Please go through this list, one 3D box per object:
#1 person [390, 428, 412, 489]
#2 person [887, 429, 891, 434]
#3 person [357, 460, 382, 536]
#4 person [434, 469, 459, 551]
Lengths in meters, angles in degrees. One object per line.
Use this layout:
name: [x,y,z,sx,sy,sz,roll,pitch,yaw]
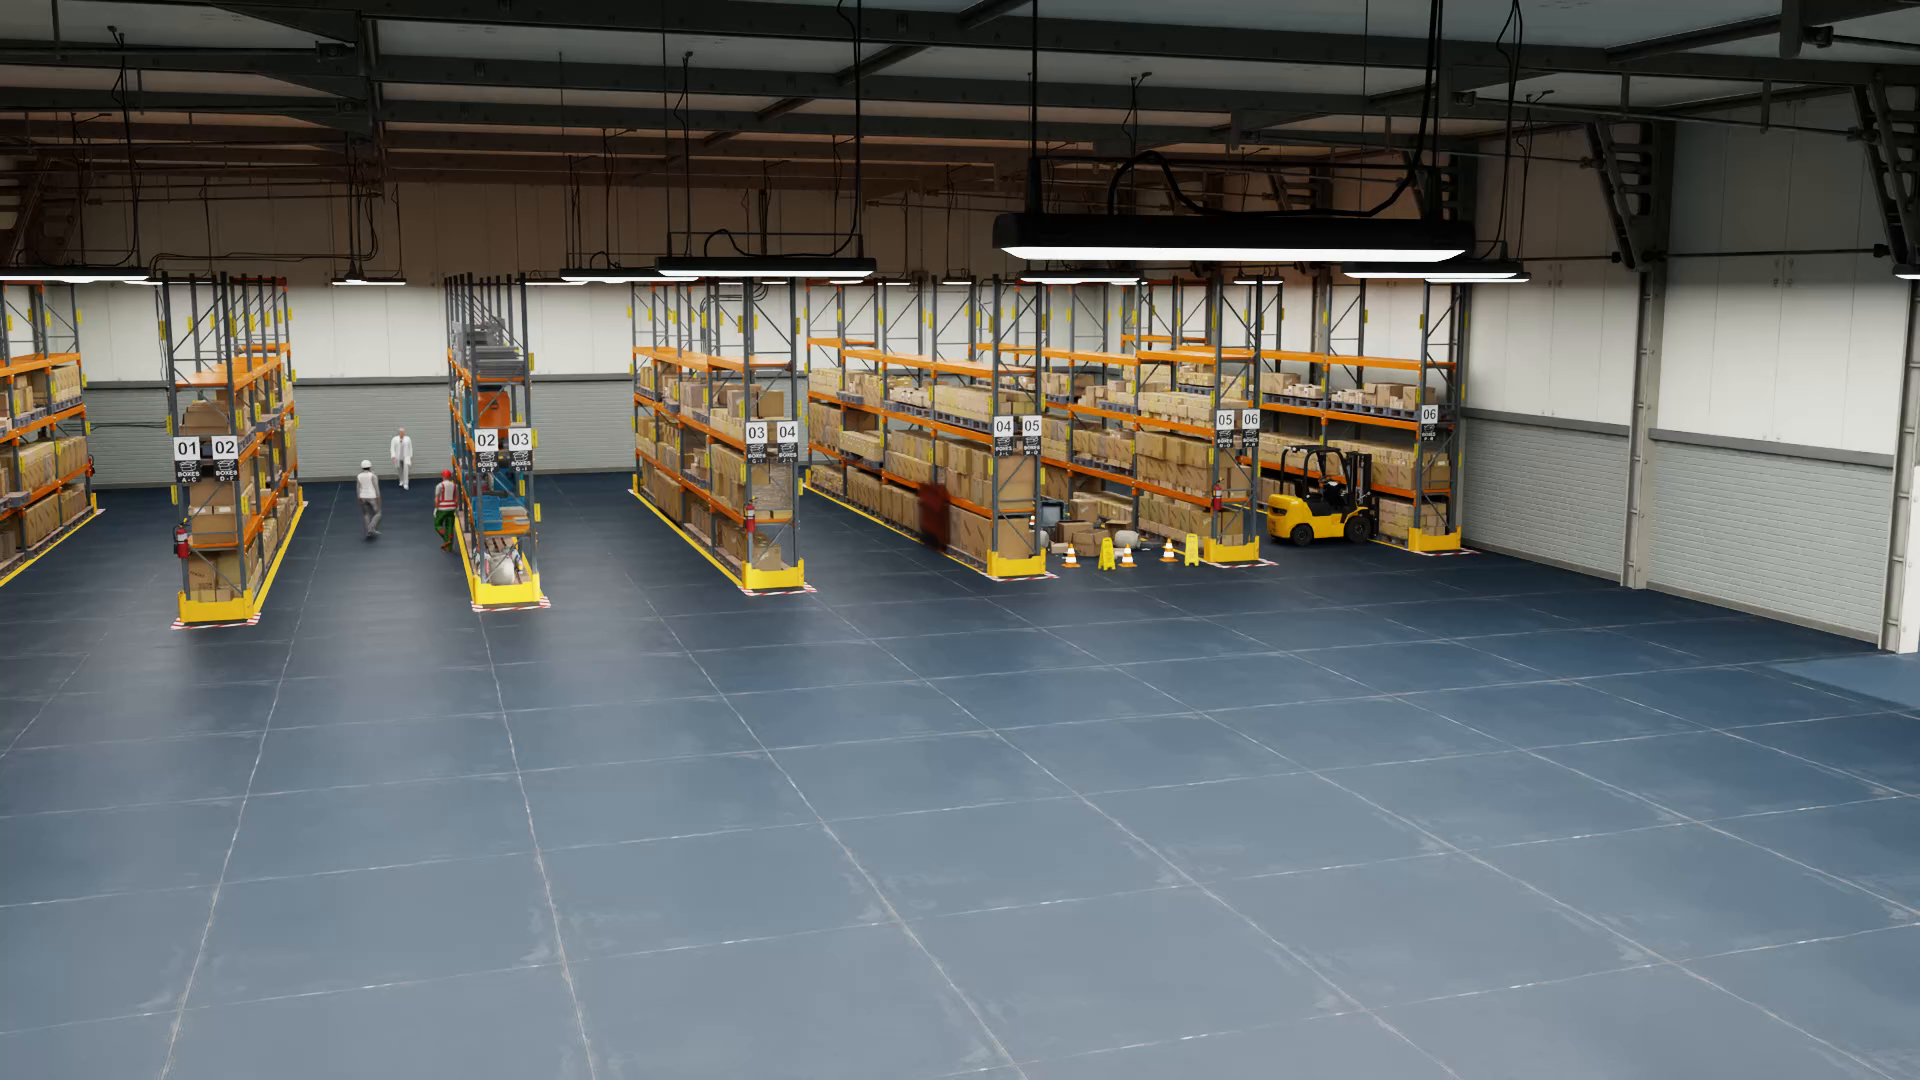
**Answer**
person: [-16.071,-2.366,47.843,0.581,1.713,1.142,-2,9,-15]
person: [-2.114,-2.489,49.351,0.580,1.599,0.462,1,9,3]
person: [-13.747,-0.967,38.635,0.566,1.775,0.498,2,9,12]
person: [-11.214,-0.647,36.387,0.590,1.782,0.512,-8,12,-42]
